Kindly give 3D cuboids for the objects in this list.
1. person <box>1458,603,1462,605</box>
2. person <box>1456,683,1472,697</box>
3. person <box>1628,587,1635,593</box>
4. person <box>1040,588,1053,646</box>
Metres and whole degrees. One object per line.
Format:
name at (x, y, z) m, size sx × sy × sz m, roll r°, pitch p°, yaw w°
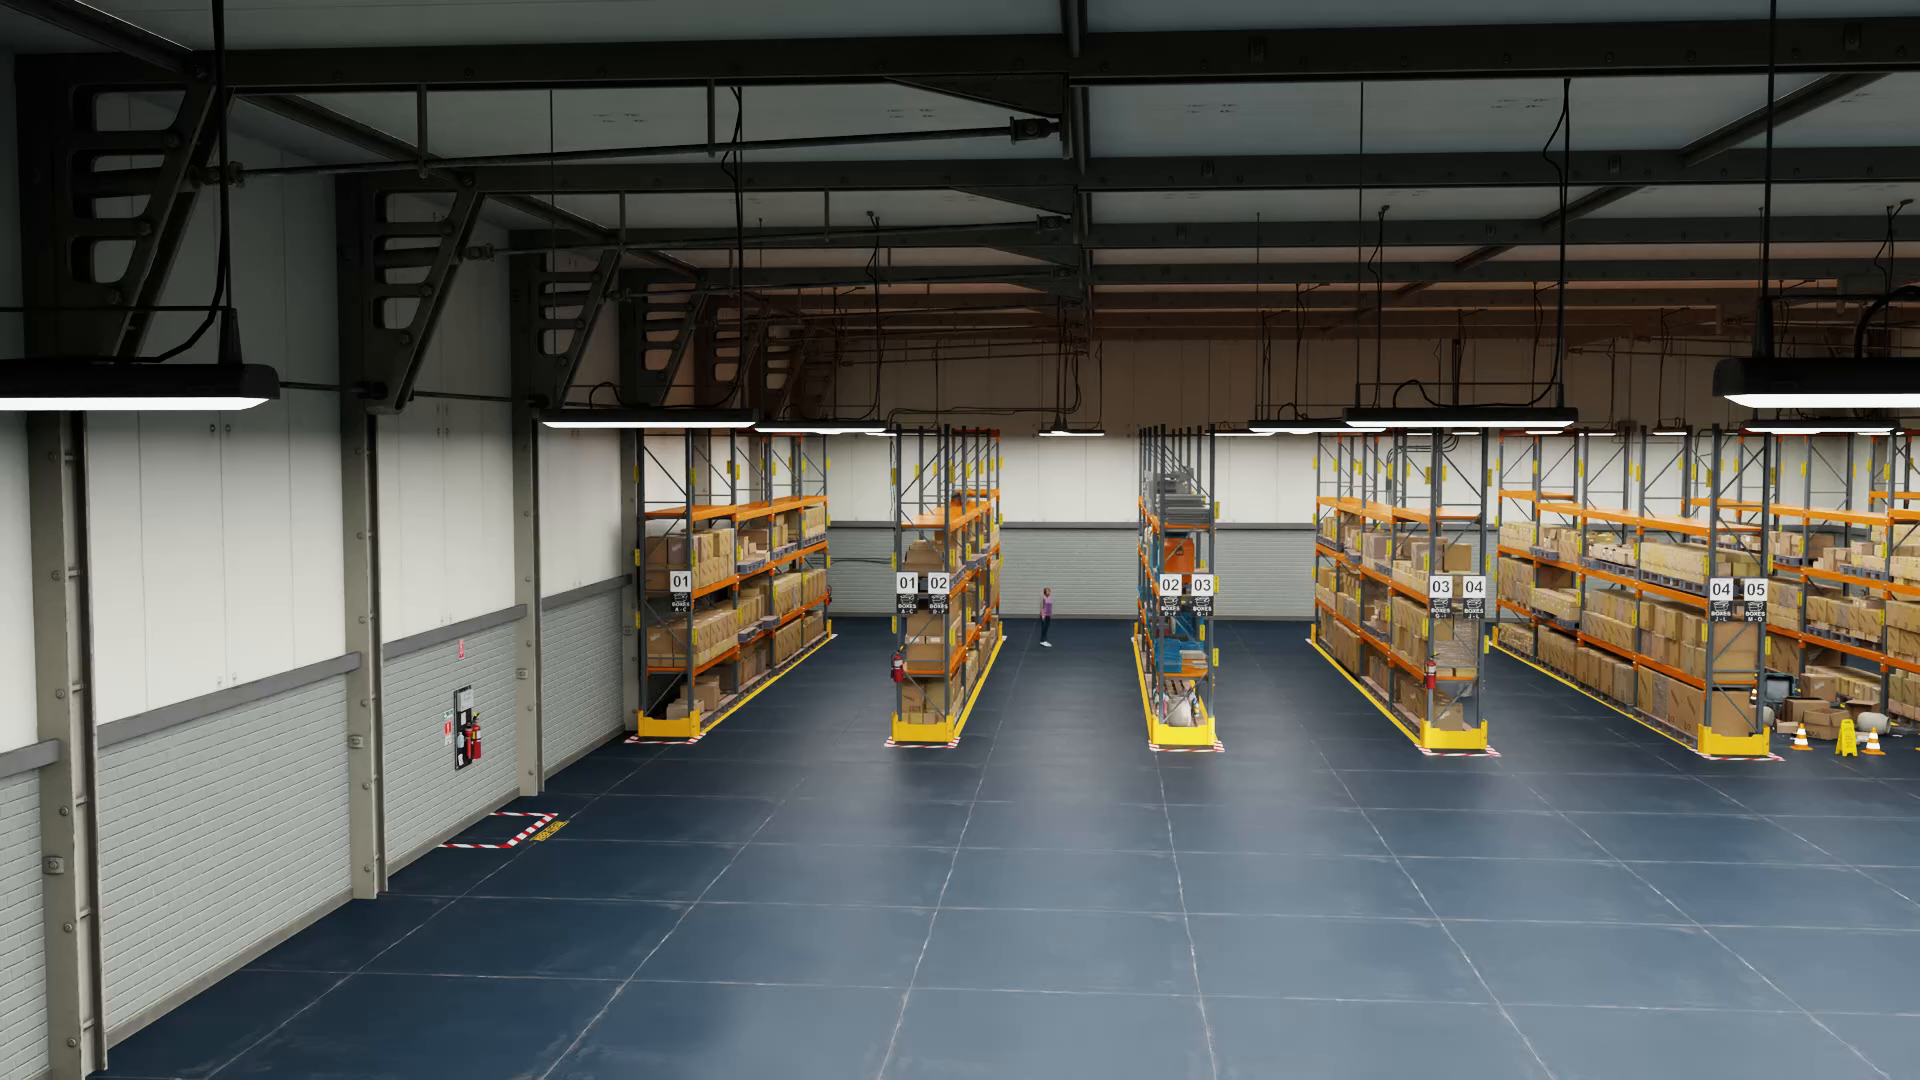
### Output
person at (14.039, 2.060, 47.362) m, size 0.503 × 1.674 × 0.722 m, roll 1°, pitch 4°, yaw 11°
person at (11.232, 2.625, 37.141) m, size 0.451 × 1.683 × 0.508 m, roll -2°, pitch 4°, yaw -29°
person at (19.387, 1.970, 48.077) m, size 0.439 × 1.661 × 0.472 m, roll 0°, pitch 3°, yaw -5°
person at (2.392, 2.118, 46.088) m, size 0.430 × 1.613 × 0.386 m, roll -3°, pitch 5°, yaw -40°
